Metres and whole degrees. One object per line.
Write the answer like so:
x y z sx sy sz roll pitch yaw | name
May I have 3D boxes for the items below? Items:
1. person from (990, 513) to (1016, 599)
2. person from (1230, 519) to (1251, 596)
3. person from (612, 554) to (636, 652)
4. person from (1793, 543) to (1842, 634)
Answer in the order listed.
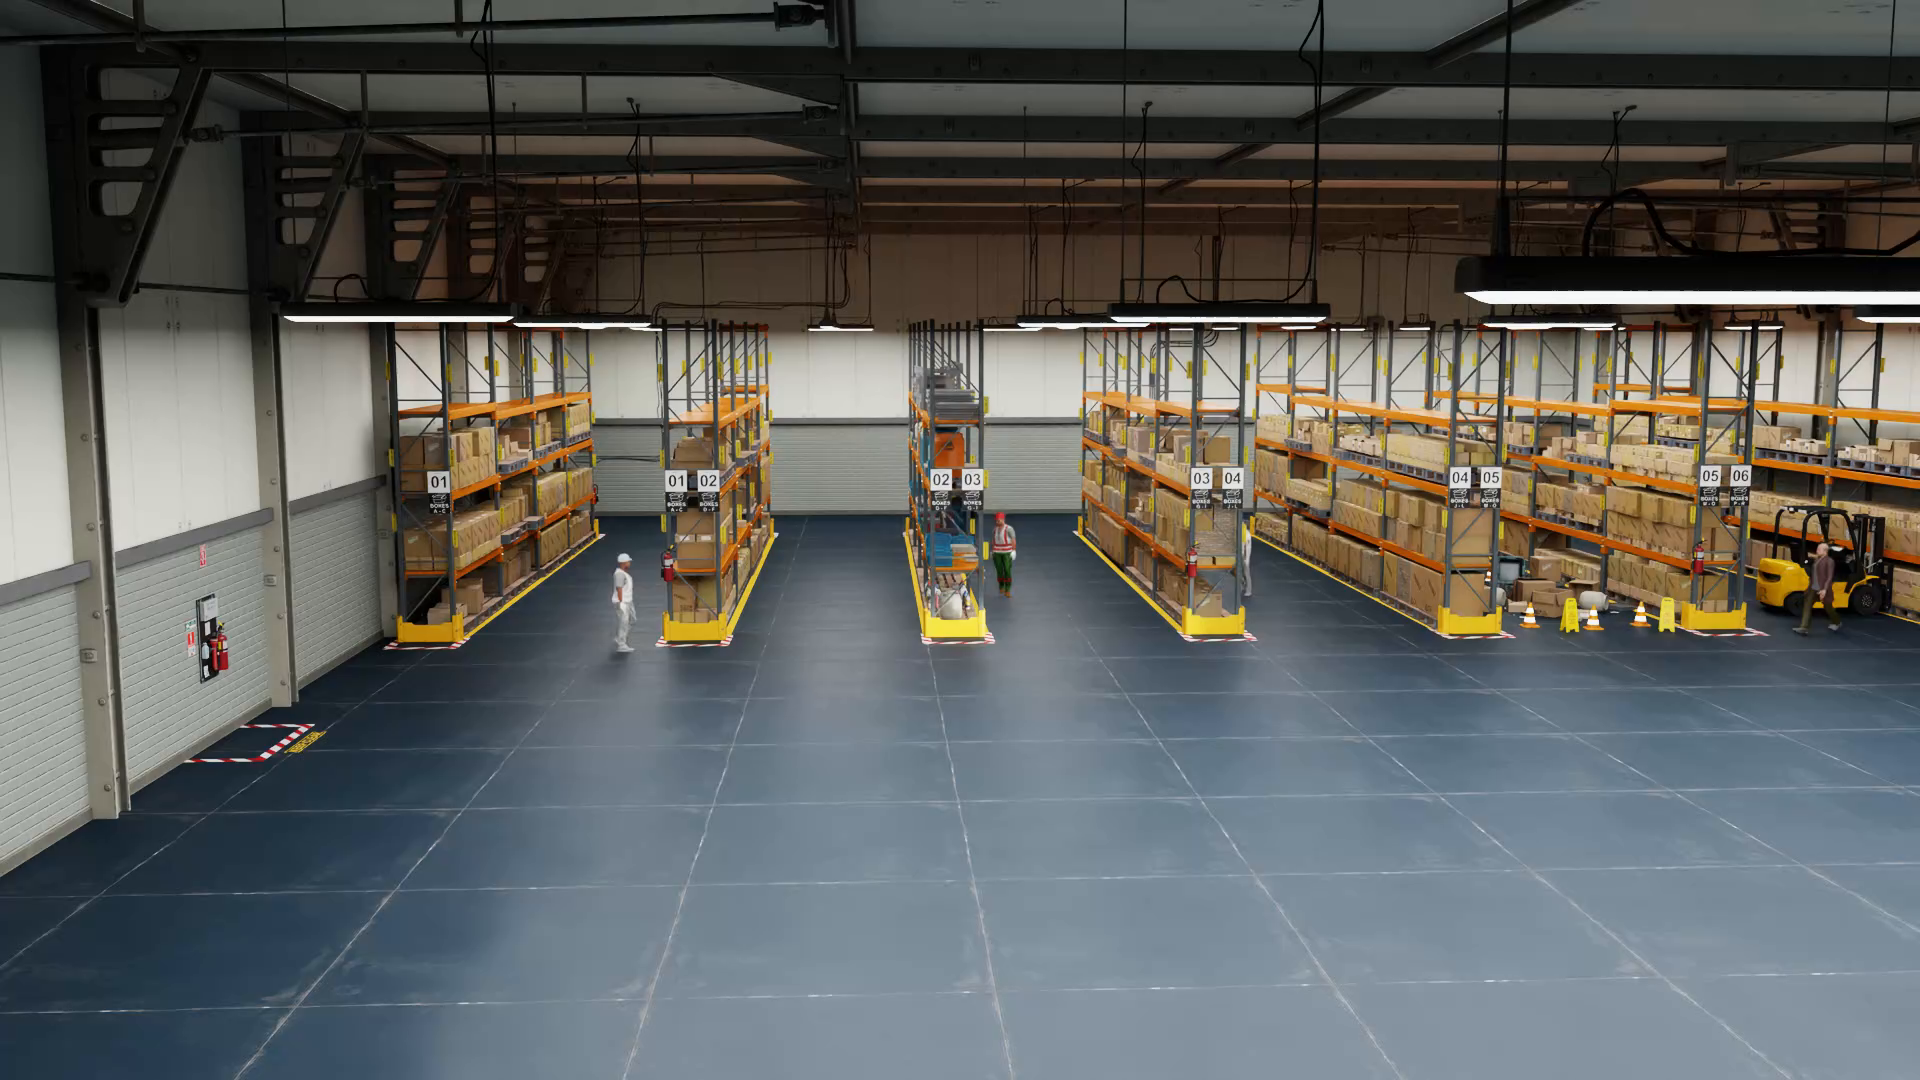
0.945 0.329 36.359 0.580 1.854 0.464 2 7 15 | person
6.243 0.364 36.616 0.444 1.678 0.602 -4 8 -31 | person
-6.130 1.131 30.137 0.483 1.783 0.649 1 7 8 | person
16.497 0.928 31.840 1.139 1.734 0.548 -4 8 -32 | person
